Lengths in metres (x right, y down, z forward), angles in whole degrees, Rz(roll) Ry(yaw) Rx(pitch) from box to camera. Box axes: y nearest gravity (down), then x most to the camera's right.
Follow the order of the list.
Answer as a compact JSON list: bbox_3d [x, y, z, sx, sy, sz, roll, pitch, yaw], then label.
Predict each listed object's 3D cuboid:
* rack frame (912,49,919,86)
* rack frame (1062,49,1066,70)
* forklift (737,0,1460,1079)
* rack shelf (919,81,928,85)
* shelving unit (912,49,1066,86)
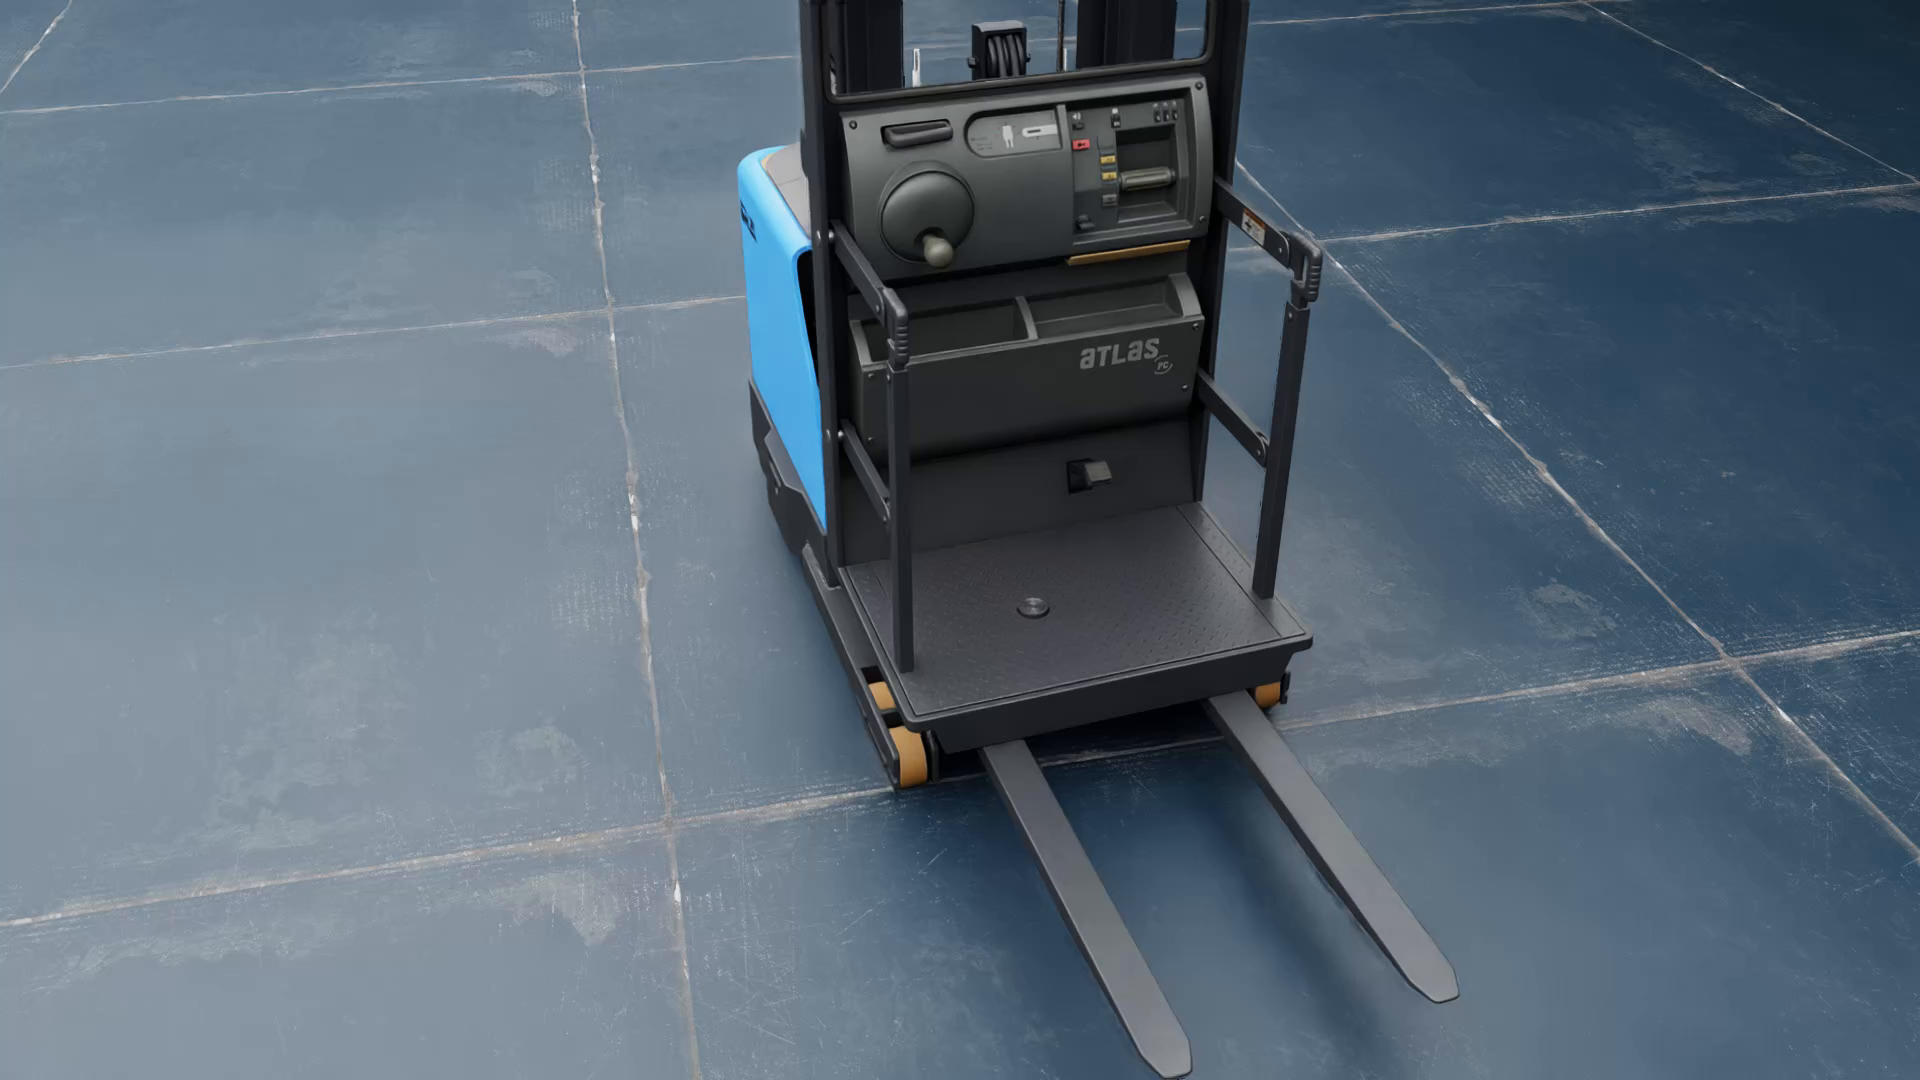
[{"bbox_3d":[-0.145,-1.069,5.766,0.015,1.200,0.240,0,34,0],"label":"rack frame"},{"bbox_3d":[0.343,-1.069,5.766,0.015,1.200,0.240,0,34,0],"label":"rack frame"},{"bbox_3d":[0.246,-0.830,3.857,1.130,2.935,3.031,-10,35,-15],"label":"forklift"},{"bbox_3d":[0.099,-1.414,5.534,0.480,0.148,0.258,0,34,0],"label":"rack shelf"},{"bbox_3d":[0.099,-1.069,5.766,0.503,1.200,0.258,0,34,0],"label":"shelving unit"}]
